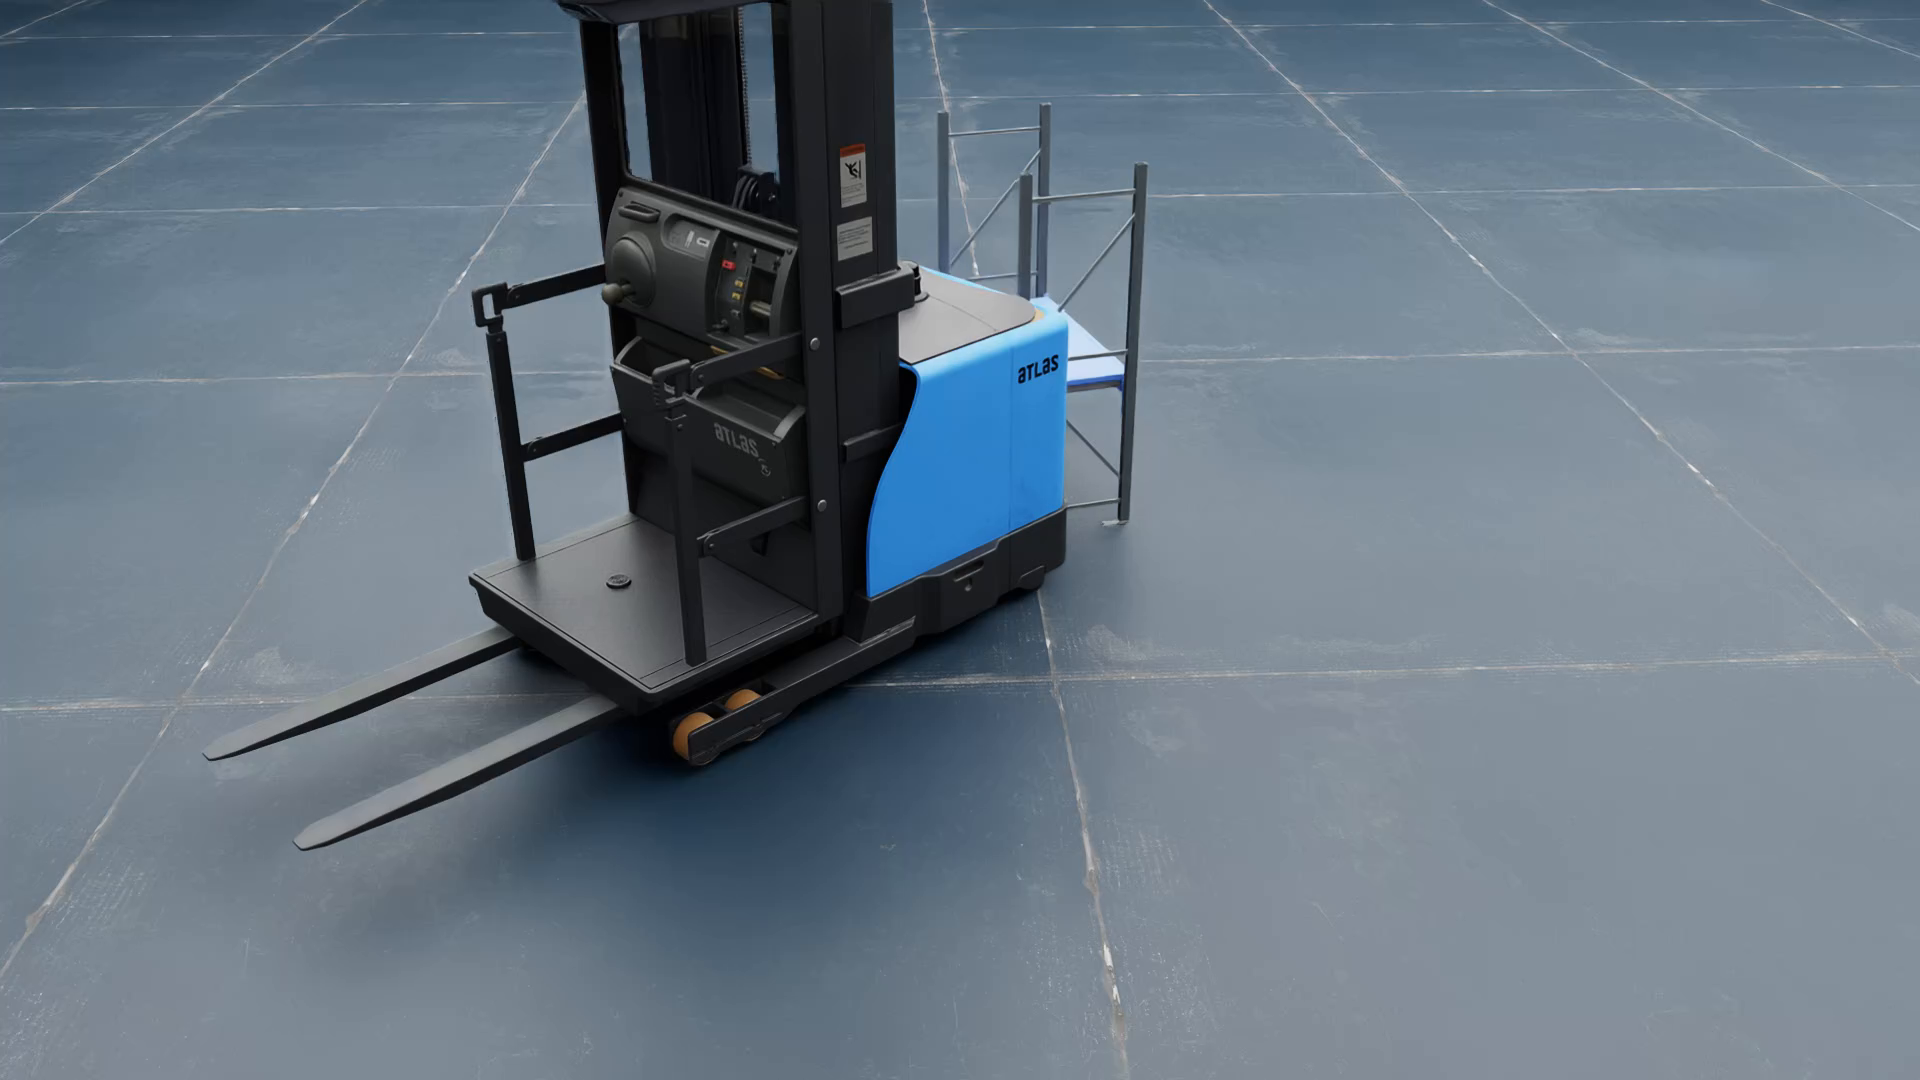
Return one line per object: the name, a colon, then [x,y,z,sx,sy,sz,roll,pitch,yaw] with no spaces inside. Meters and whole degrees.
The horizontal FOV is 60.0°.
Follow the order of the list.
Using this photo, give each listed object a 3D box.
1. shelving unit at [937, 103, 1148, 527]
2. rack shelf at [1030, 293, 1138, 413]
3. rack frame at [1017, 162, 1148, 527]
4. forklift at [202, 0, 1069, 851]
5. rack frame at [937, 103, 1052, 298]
shelving unit: [0.302,-0.930,6.911,0.538,1.500,1.048,-9,29,-16]
rack shelf: [0.302,-0.770,6.994,0.538,0.185,1.000,-9,29,-16]
rack frame: [0.459,-0.706,6.482,0.500,1.500,0.032,-9,29,-16]
forklift: [-0.990,-0.844,5.198,3.031,2.935,1.130,-25,36,-39]
rack frame: [0.146,-1.154,7.340,0.500,1.500,0.032,-9,29,-16]
